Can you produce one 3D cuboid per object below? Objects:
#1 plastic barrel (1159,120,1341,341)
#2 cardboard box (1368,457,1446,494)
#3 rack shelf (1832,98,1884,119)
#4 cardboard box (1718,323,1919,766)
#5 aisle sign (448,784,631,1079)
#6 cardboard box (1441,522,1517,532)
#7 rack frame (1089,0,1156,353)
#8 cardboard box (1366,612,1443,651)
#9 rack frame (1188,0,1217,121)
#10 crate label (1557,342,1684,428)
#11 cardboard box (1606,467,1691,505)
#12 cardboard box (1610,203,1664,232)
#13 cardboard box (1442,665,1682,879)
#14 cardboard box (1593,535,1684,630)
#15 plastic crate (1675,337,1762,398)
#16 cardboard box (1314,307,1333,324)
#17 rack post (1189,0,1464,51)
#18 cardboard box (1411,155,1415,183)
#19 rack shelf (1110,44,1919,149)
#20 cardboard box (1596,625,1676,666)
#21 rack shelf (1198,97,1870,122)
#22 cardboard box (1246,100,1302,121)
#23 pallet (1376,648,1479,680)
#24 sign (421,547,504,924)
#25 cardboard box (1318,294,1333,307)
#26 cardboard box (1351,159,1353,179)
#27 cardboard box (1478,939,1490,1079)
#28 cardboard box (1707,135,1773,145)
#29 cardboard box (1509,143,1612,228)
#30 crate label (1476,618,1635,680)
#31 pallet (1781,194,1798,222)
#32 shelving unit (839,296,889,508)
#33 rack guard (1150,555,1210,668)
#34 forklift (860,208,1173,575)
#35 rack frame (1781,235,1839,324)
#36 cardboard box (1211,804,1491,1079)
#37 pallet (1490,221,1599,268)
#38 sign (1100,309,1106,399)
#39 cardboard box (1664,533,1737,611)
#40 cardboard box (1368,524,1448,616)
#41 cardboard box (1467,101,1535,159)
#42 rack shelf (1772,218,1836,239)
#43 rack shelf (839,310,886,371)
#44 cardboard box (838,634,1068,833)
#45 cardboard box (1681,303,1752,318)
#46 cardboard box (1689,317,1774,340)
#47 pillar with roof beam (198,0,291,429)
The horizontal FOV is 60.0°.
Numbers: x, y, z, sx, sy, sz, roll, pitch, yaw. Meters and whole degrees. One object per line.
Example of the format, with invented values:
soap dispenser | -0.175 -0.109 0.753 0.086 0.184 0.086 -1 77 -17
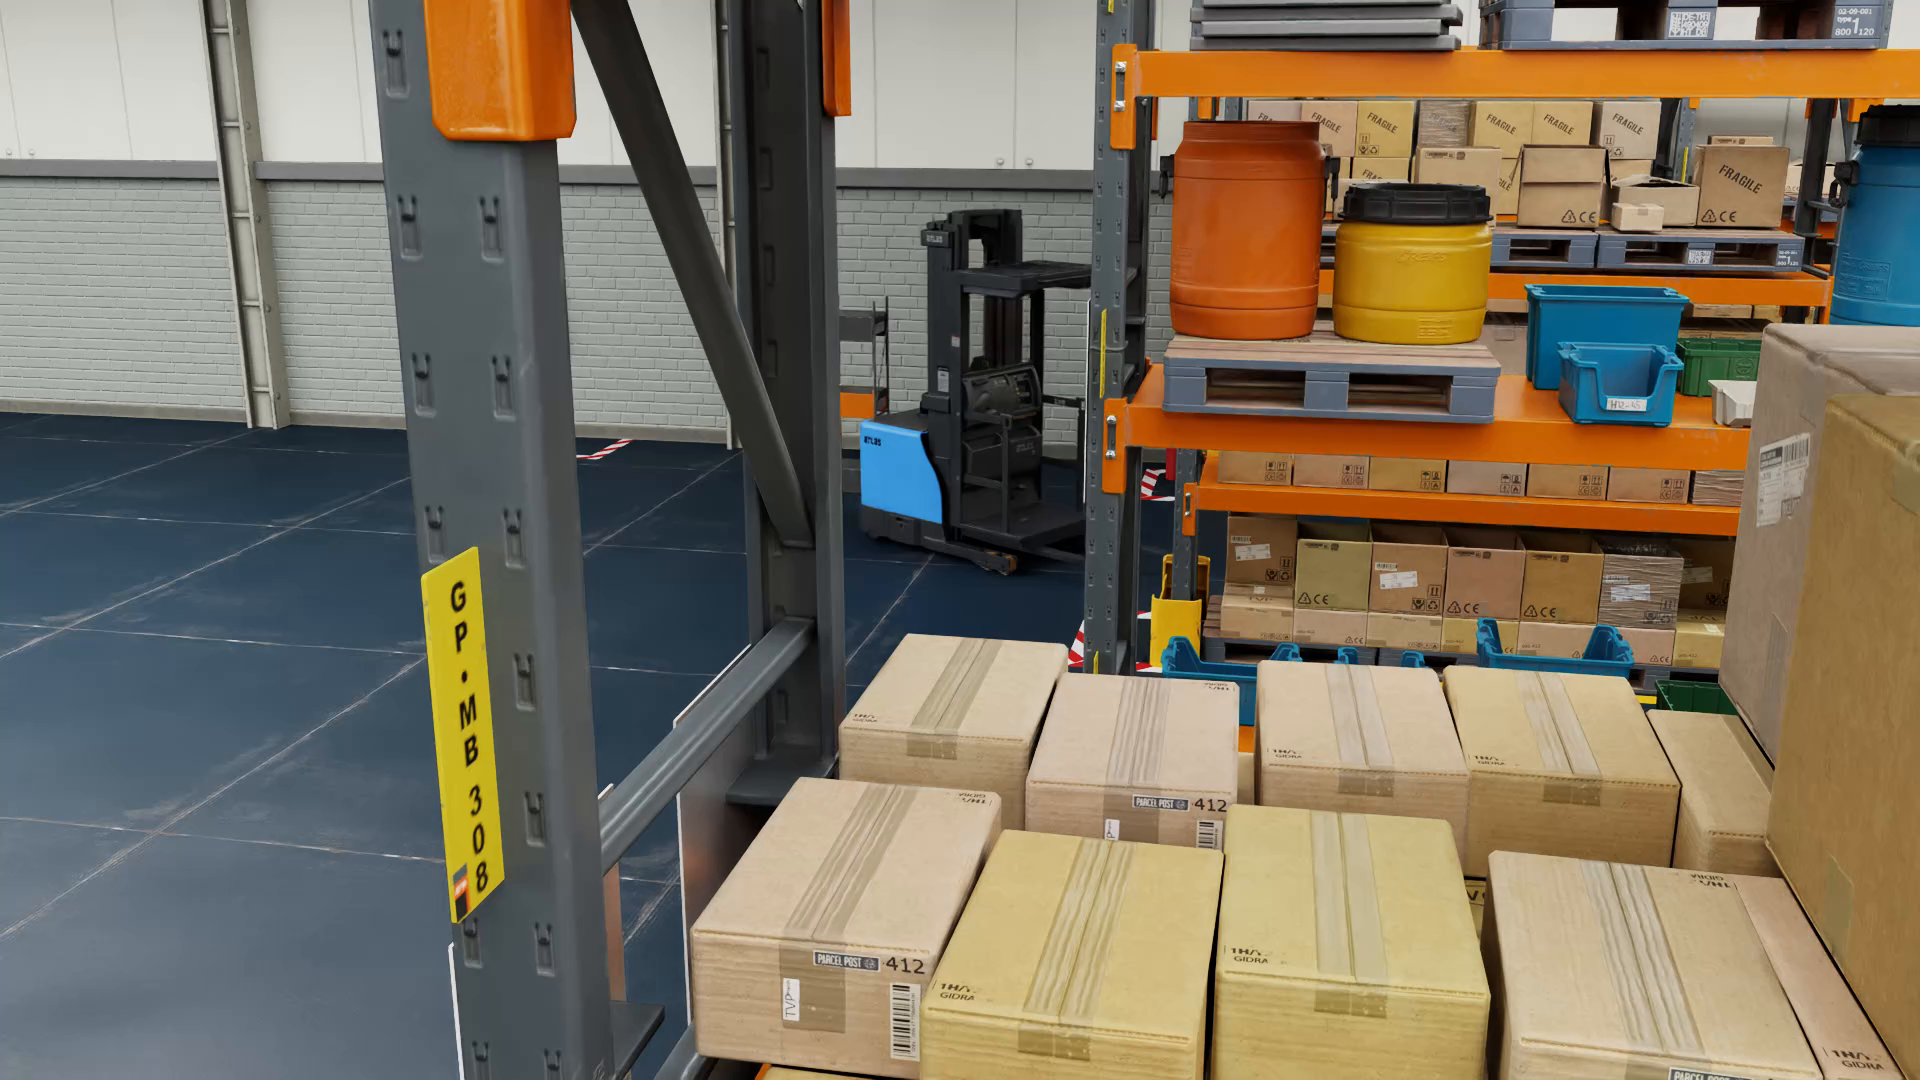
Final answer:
plastic barrel | 1.155 -1.259 6.708 0.708 0.830 0.600 3 16 11
cardboard box | 3.100 -0.658 11.560 0.500 0.500 0.700 3 16 11
rack shelf | 7.524 -2.725 10.068 4.000 0.370 1.077 3 16 11
cardboard box | 1.236 0.037 1.938 0.500 0.500 0.500 3 16 11
aisle sign | -0.454 0.721 1.899 0.004 0.787 0.394 3 16 11
cardboard box | 3.702 0.096 11.985 0.500 0.500 0.500 3 16 11
rack frame | 0.654 -2.288 6.394 0.127 3.000 1.000 3 16 11
cardboard box | 3.106 0.570 11.681 0.500 0.250 0.500 3 16 11
rack frame | 1.644 -3.583 11.071 0.127 3.000 1.000 3 16 11
crate label | 2.422 -0.585 6.143 0.408 0.251 0.502 3 16 11
cardboard box | 4.610 -0.576 11.265 0.500 0.500 0.700 3 16 11
cardboard box | 4.328 -2.066 10.636 0.250 0.149 0.380 3 16 11
cardboard box | 0.773 0.304 2.190 0.250 0.149 0.380 3 16 11
cardboard box | 4.579 0.285 11.304 0.500 0.500 0.500 3 16 11
plastic crate | 3.082 -0.682 6.615 0.450 0.188 0.336 3 16 11
cardboard box | 2.668 -1.308 11.478 0.500 0.500 0.700 3 16 10
rack post | 1.369 -1.973 6.195 0.954 0.300 0.937 5 16 17
cardboard box | 4.464 -3.321 15.518 0.500 0.500 0.500 4 16 15
rack shelf | 2.614 -1.642 6.159 4.000 0.370 1.077 3 16 11
cardboard box | 4.578 0.647 11.403 0.500 0.250 0.500 3 16 11
rack shelf | 3.604 -2.938 10.836 4.000 0.370 1.077 3 16 11
cardboard box | 2.957 -3.890 15.698 0.500 0.500 0.500 2 16 7
pallet | 3.594 0.747 11.900 1.213 0.211 1.003 3 16 11
sign | -0.441 0.174 1.488 0.005 0.325 0.100 3 16 11
cardboard box | 3.518 -2.154 15.988 0.500 0.500 0.500 3 16 11
cardboard box | 3.573 -3.515 16.220 0.500 0.500 0.500 3 16 11
cardboard box | 0.594 0.645 1.707 0.500 0.250 0.500 3 16 10
cardboard box | 7.068 -3.422 15.132 0.500 0.500 0.500 5 16 19
cardboard box | 3.976 -2.365 11.050 0.637 0.503 0.797 5 16 17
crate label | 2.511 0.613 7.092 0.616 0.435 0.502 3 16 11
pallet | 7.132 -3.070 15.188 1.003 0.211 1.213 3 16 11
shelving unit | -0.951 -1.177 15.309 0.503 2.100 0.431 4 16 16
rack guard | 1.621 0.511 12.210 0.348 0.500 1.175 3 16 11
forklift | 0.519 -1.273 14.097 3.031 2.935 1.130 14 21 41
rack frame | 5.564 -0.479 11.104 0.127 3.000 1.000 3 16 11
cardboard box | 0.397 0.429 1.739 0.250 0.149 0.380 3 16 10
pallet | 3.531 -1.986 11.091 1.213 0.211 1.003 3 16 11
sign | 0.540 -0.703 6.275 0.005 0.325 0.100 3 16 11
cardboard box | 5.172 0.175 11.699 0.500 0.500 0.500 3 16 11
cardboard box | 3.109 0.205 11.592 0.500 0.500 0.500 3 16 11
cardboard box | 4.950 -3.768 15.259 0.500 0.500 0.500 3 16 9
rack shelf | 8.508 -2.768 15.094 4.000 0.370 1.077 3 16 11
rack shelf | -0.951 -1.839 15.126 0.480 0.518 0.431 4 16 16
cardboard box | 0.001 0.267 2.325 0.250 0.149 0.380 3 16 11
cardboard box | 7.040 -2.000 15.581 0.500 0.500 0.700 3 16 11
cardboard box | 5.128 -1.175 10.997 0.500 0.500 0.700 3 16 11
pillar with roof beam | -9.131 -4.581 14.671 0.400 9.000 9.100 3 16 11
